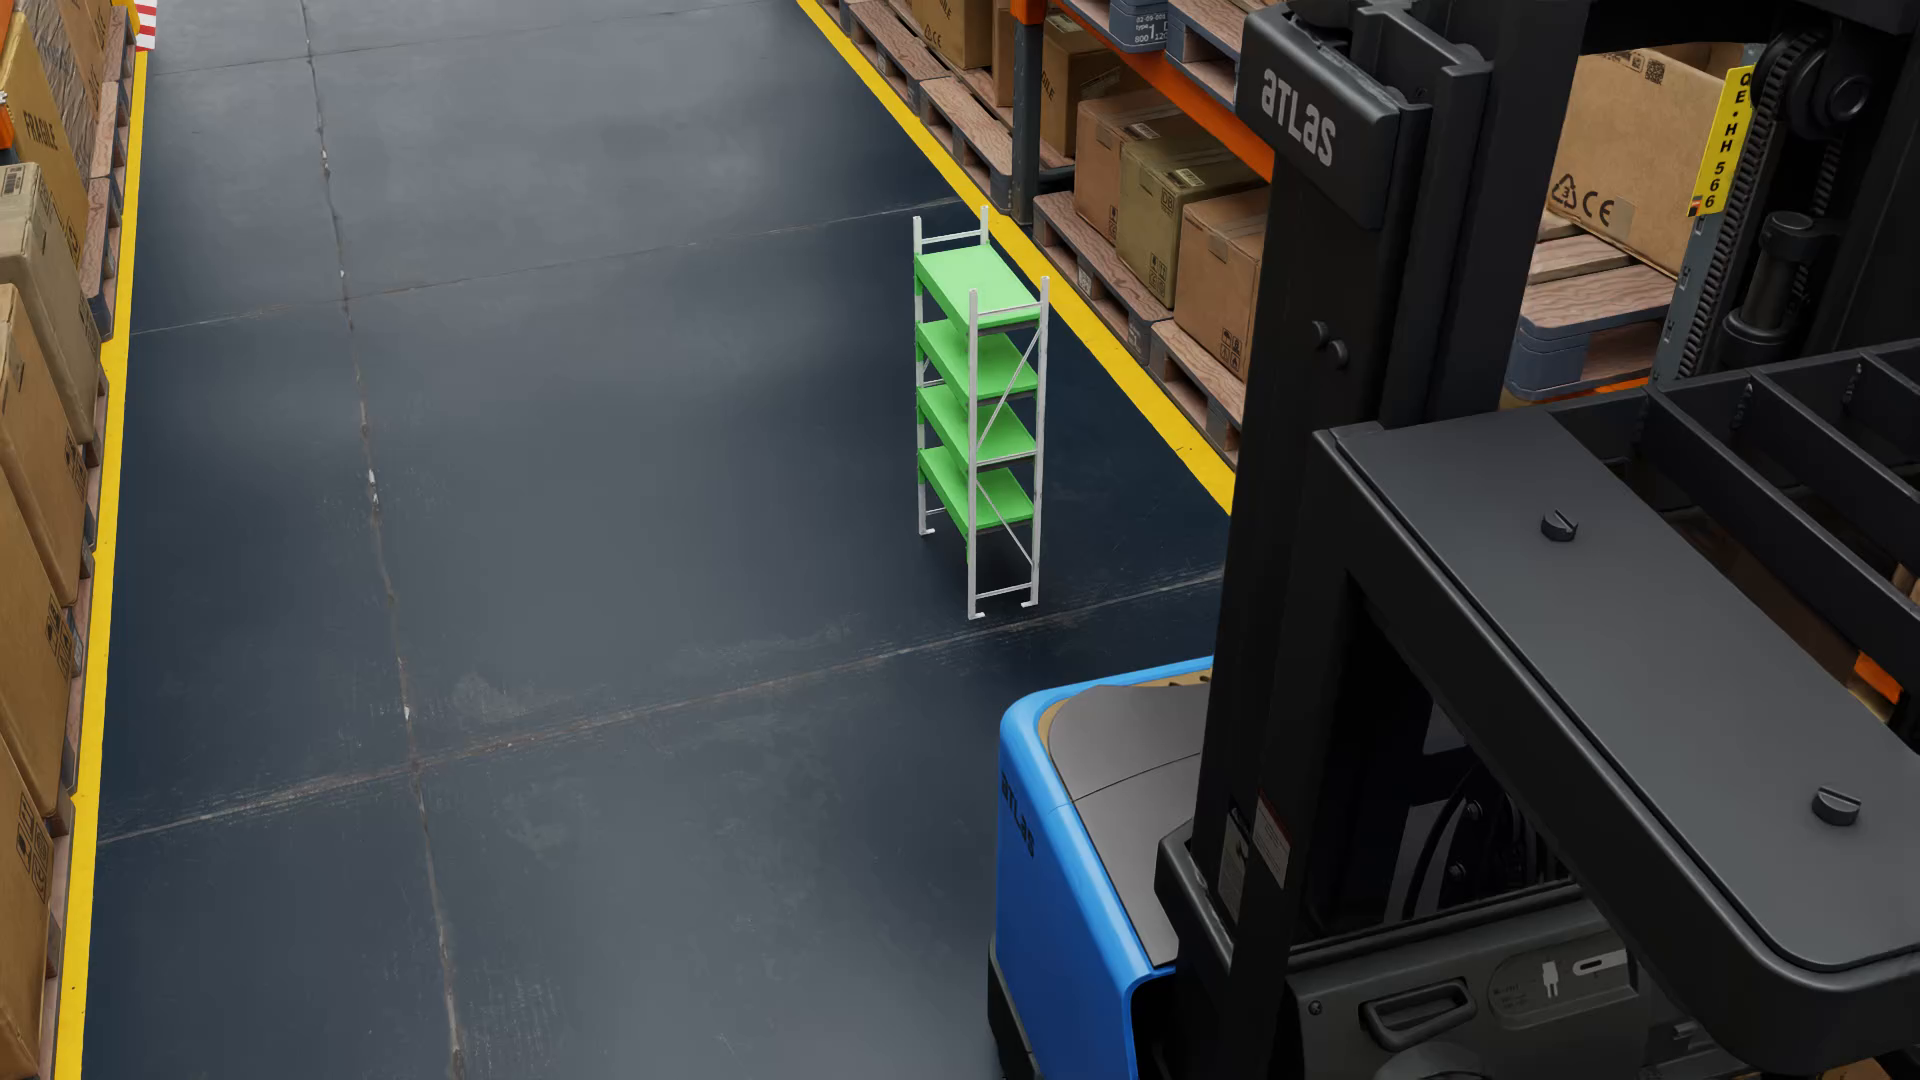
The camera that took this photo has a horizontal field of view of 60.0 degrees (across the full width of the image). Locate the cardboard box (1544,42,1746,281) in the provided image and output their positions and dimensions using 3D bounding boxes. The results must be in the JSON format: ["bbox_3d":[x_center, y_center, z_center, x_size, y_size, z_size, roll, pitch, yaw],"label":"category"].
[{"bbox_3d":[1.878,-1.019,4.178,0.500,0.500,0.500,-17,40,-21],"label":"cardboard box"}]

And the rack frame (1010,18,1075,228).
[{"bbox_3d":[0.725,-2.774,6.940,1.000,3.000,0.127,-12,39,-16],"label":"rack frame"}]

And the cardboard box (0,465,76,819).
[{"bbox_3d":[-3.019,0.330,4.339,1.050,0.750,0.750,-12,39,-15],"label":"cardboard box"}]

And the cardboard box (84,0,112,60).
[{"bbox_3d":[-5.048,-3.014,8.675,0.875,0.875,0.875,-12,39,-16],"label":"cardboard box"}]

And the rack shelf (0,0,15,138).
[{"bbox_3d":[-4.655,-2.647,7.369,1.077,0.370,4.000,-12,39,-16],"label":"rack shelf"}]

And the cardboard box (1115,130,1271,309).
[{"bbox_3d":[1.063,-1.327,6.730,0.700,0.500,0.500,-13,39,-16],"label":"cardboard box"}]

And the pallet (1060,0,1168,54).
[{"bbox_3d":[0.852,-2.236,6.384,1.003,0.211,1.213,-12,39,-16],"label":"pallet"}]

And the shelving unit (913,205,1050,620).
[{"bbox_3d":[0.057,-0.386,5.265,0.258,1.200,0.503,-12,39,-16],"label":"shelving unit"}]

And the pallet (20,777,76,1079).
[{"bbox_3d":[-2.791,1.108,4.103,1.003,0.211,1.213,-12,39,-16],"label":"pallet"}]

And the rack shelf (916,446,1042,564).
[{"bbox_3d":[0.057,-0.143,5.448,0.258,0.148,0.480,-12,39,-16],"label":"rack shelf"}]

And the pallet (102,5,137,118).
[{"bbox_3d":[-4.995,-2.515,8.913,1.003,0.211,1.213,-12,39,-16],"label":"pallet"}]

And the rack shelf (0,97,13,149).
[{"bbox_3d":[-3.278,-0.387,4.369,1.077,0.370,4.000,-12,39,-16],"label":"rack shelf"}]

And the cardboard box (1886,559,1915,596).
[{"bbox_3d":[2.013,-0.224,3.471,0.500,0.500,0.500,-11,38,-15],"label":"cardboard box"}]

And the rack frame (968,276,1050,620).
[{"bbox_3d":[0.141,-0.248,5.082,0.240,1.200,0.015,-12,39,-16],"label":"rack frame"}]

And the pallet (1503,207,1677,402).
[{"bbox_3d":[1.756,-0.818,4.503,1.213,0.211,1.003,-12,39,-16],"label":"pallet"}]

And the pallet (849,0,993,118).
[{"bbox_3d":[0.037,-2.723,9.189,1.003,0.211,1.213,-12,39,-16],"label":"pallet"}]

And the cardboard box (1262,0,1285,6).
[{"bbox_3d":[1.408,-2.023,5.508,0.797,0.503,0.637,-9,38,-11],"label":"cardboard box"}]

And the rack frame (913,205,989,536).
[{"bbox_3d":[-0.027,-0.524,5.448,0.240,1.200,0.015,-12,39,-16],"label":"rack frame"}]

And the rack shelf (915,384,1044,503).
[{"bbox_3d":[0.057,-0.335,5.303,0.258,0.148,0.480,-12,39,-16],"label":"rack shelf"}]

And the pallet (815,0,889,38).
[{"bbox_3d":[-0.379,-3.411,10.103,1.003,0.211,1.213,-12,39,-16],"label":"pallet"}]

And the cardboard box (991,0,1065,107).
[{"bbox_3d":[0.421,-2.500,8.304,0.500,0.500,0.500,-1,37,-1],"label":"cardboard box"}]

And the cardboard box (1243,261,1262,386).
[{"bbox_3d":[1.448,-0.696,5.893,0.700,0.500,0.500,-9,38,-12],"label":"cardboard box"}]

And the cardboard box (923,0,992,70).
[{"bbox_3d":[0.133,-2.834,8.748,0.500,0.500,0.500,-16,40,-20],"label":"cardboard box"}]

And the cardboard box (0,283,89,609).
[{"bbox_3d":[-3.340,-0.196,5.038,1.050,0.750,0.750,-12,39,-16],"label":"cardboard box"}]

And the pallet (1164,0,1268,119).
[{"bbox_3d":[1.382,-1.548,5.471,1.003,0.211,1.213,-12,39,-16],"label":"pallet"}]

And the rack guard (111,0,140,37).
[{"bbox_3d":[-5.351,-3.079,9.422,1.175,0.500,0.348,-12,39,-16],"label":"rack guard"}]

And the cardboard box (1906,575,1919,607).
[{"bbox_3d":[2.193,0.067,3.084,0.500,0.500,0.500,-13,39,-17],"label":"cardboard box"}]

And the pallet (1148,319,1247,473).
[{"bbox_3d":[1.418,-0.531,6.279,1.003,0.211,1.213,-12,39,-16],"label":"pallet"}]

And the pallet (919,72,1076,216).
[{"bbox_3d":[0.461,-2.032,8.273,1.003,0.211,1.213,-12,39,-16],"label":"pallet"}]

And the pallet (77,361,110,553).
[{"bbox_3d":[-3.630,-0.270,5.933,1.003,0.211,1.213,-12,39,-16],"label":"pallet"}]

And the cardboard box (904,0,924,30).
[{"bbox_3d":[-0.017,-3.159,9.179,0.500,0.500,0.500,-9,38,-12],"label":"cardboard box"}]

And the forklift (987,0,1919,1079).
[{"bbox_3d":[0.980,0.786,2.270,1.130,2.935,3.031,-10,38,-13],"label":"forklift"}]

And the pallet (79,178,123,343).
[{"bbox_3d":[-4.155,-1.136,7.083,1.003,0.211,1.213,-12,39,-16],"label":"pallet"}]

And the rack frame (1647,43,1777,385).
[{"bbox_3d":[2.102,-0.515,3.940,1.000,3.000,0.127,-12,39,-16],"label":"rack frame"}]

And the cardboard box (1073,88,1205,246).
[{"bbox_3d":[0.916,-1.600,7.093,0.700,0.500,0.500,-15,40,-19],"label":"cardboard box"}]

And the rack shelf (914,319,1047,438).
[{"bbox_3d":[0.057,-0.526,5.159,0.258,0.148,0.480,-12,39,-16],"label":"rack shelf"}]

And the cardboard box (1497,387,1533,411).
[{"bbox_3d":[1.843,-0.364,4.828,0.500,0.250,0.500,-11,38,-14],"label":"cardboard box"}]

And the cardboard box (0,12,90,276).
[{"bbox_3d":[-4.117,-1.493,6.656,0.875,0.875,0.875,-12,39,-15],"label":"cardboard box"}]

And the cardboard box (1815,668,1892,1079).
[{"bbox_3d":[2.320,0.561,3.930,1.225,0.875,0.875,-14,39,-18],"label":"cardboard box"}]

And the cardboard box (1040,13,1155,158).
[{"bbox_3d":[0.625,-2.178,7.877,0.500,0.500,0.500,-14,39,-17],"label":"cardboard box"}]

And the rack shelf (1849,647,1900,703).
[{"bbox_3d":[2.790,0.903,2.657,1.077,0.370,4.000,-12,39,-16],"label":"rack shelf"}]

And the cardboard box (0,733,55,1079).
[{"bbox_3d":[-2.715,0.823,3.684,1.050,0.750,0.750,-13,39,-17],"label":"cardboard box"}]

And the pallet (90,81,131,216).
[{"bbox_3d":[-4.579,-1.827,8.000,1.003,0.211,1.213,-12,39,-16],"label":"pallet"}]

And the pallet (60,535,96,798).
[{"bbox_3d":[-3.207,0.420,5.017,1.003,0.211,1.213,-12,39,-16],"label":"pallet"}]

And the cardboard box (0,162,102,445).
[{"bbox_3d":[-3.669,-0.741,5.762,1.050,0.750,0.750,-13,39,-16],"label":"cardboard box"}]

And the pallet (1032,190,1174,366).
[{"bbox_3d":[0.994,-1.221,7.195,1.003,0.211,1.213,-12,39,-16],"label":"pallet"}]

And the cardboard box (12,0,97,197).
[{"bbox_3d":[-4.431,-2.002,7.331,0.875,0.875,0.875,-12,39,-16],"label":"cardboard box"}]

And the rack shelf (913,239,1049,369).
[{"bbox_3d":[0.057,-0.718,5.015,0.258,0.148,0.480,-12,39,-16],"label":"rack shelf"}]

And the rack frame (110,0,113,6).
[{"bbox_3d":[-5.343,-4.064,8.652,1.000,3.000,0.127,-12,39,-16],"label":"rack frame"}]

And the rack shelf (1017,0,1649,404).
[{"bbox_3d":[1.413,-1.357,5.656,1.077,0.370,4.000,-12,39,-16],"label":"rack shelf"}]

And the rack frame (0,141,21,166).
[{"bbox_3d":[-3.967,-1.804,5.652,1.000,3.000,0.127,-12,39,-16],"label":"rack frame"}]

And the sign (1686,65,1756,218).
[{"bbox_3d":[1.595,-0.828,3.459,0.100,0.325,0.005,-12,39,-16],"label":"sign"}]

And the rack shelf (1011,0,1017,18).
[{"bbox_3d":[0.037,-3.617,8.656,1.077,0.370,4.000,-12,39,-16],"label":"rack shelf"}]

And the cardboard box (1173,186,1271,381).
[{"bbox_3d":[1.256,-1.011,6.311,0.700,0.500,0.500,-16,40,-20],"label":"cardboard box"}]

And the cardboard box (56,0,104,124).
[{"bbox_3d":[-4.743,-2.517,8.015,0.875,0.875,0.875,-13,39,-17],"label":"cardboard box"}]

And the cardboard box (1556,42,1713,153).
[{"bbox_3d":[1.592,-1.314,4.569,0.700,0.500,0.500,-7,38,-9],"label":"cardboard box"}]
